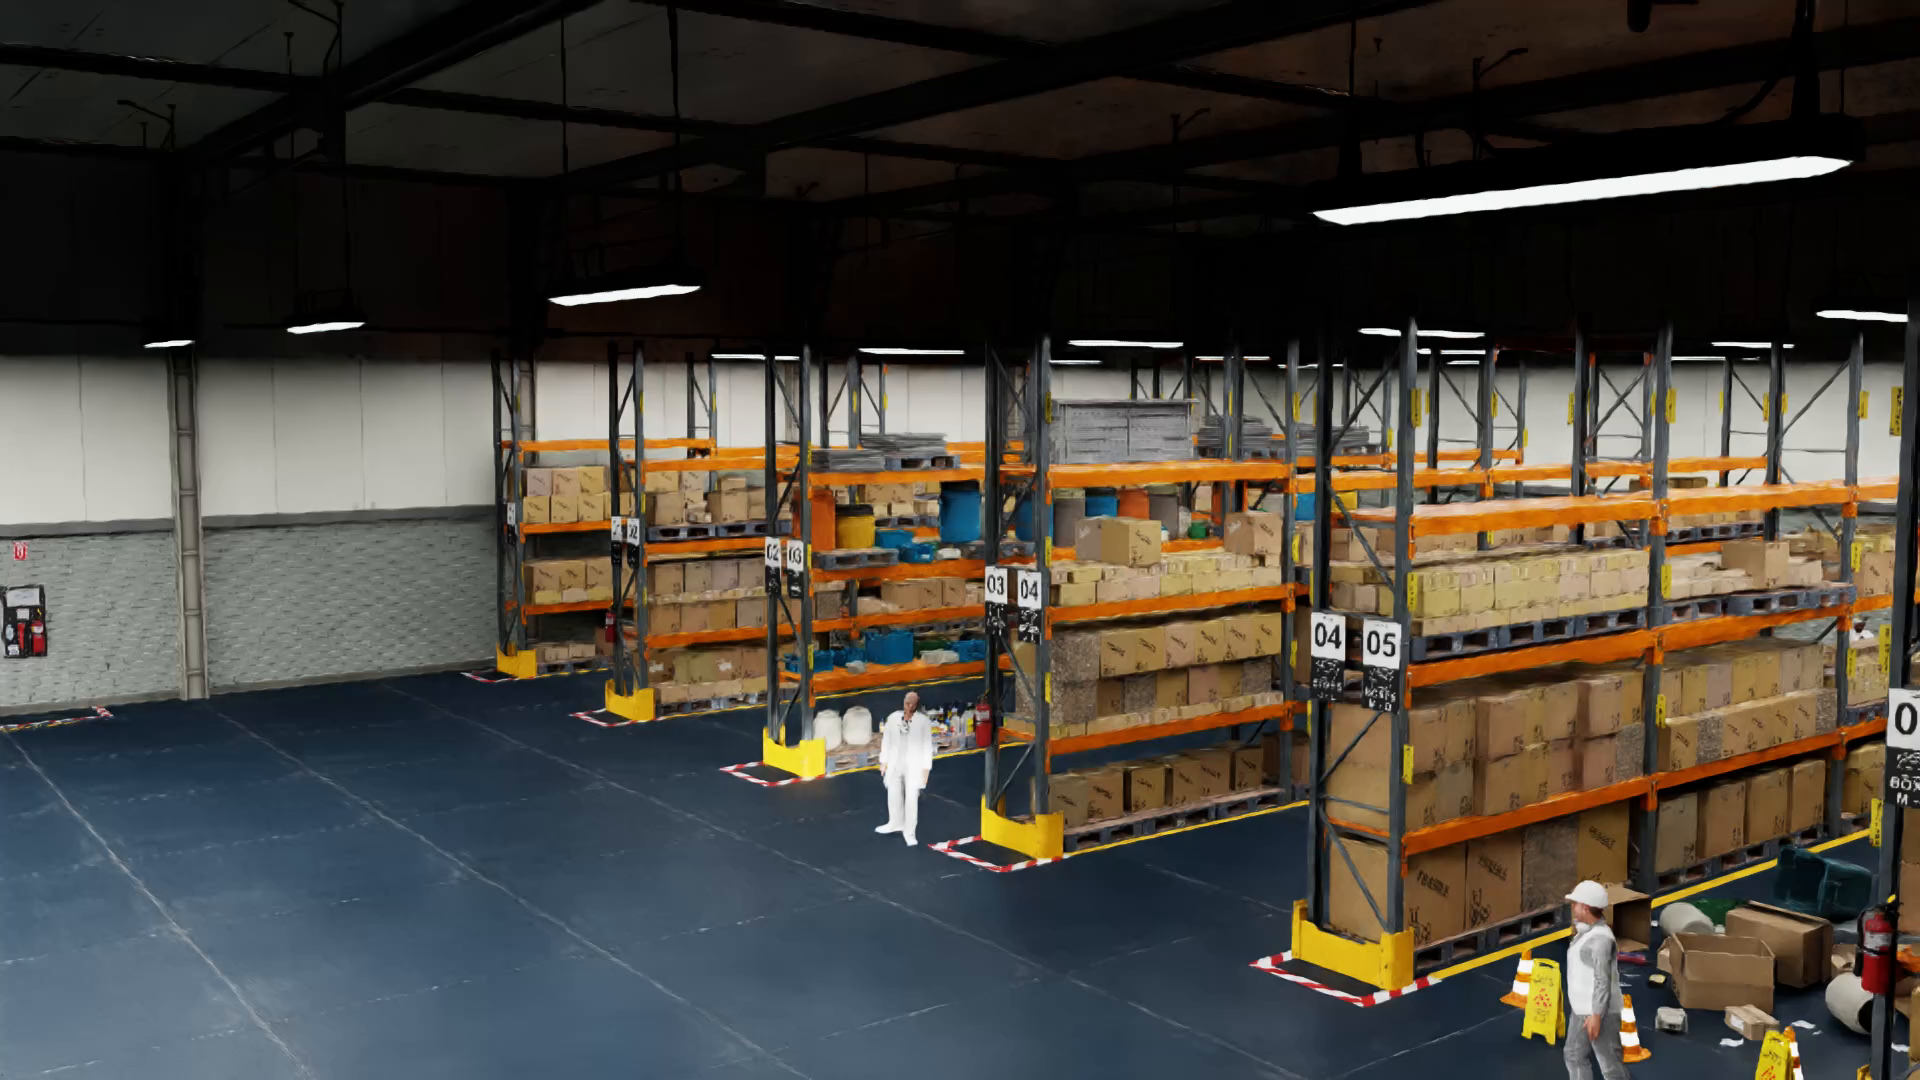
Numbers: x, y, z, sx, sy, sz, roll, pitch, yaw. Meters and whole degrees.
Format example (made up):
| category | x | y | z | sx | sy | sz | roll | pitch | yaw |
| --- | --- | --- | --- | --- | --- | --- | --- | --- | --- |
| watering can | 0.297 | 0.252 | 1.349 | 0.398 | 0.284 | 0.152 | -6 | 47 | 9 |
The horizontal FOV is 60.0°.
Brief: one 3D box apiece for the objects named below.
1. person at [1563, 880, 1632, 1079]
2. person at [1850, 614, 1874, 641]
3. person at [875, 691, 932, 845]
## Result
| category | x | y | z | sx | sy | sz | roll | pitch | yaw |
| --- | --- | --- | --- | --- | --- | --- | --- | --- | --- |
| person | 4.486 | 3.271 | 11.652 | 0.589 | 1.765 | 0.560 | 1 | 5 | 11 |
| person | 14.499 | 1.996 | 26.774 | 0.986 | 1.626 | 0.461 | -4 | 6 | -38 |
| person | -0.661 | 2.604 | 19.272 | 0.745 | 1.757 | 0.573 | 2 | 5 | 19 |
